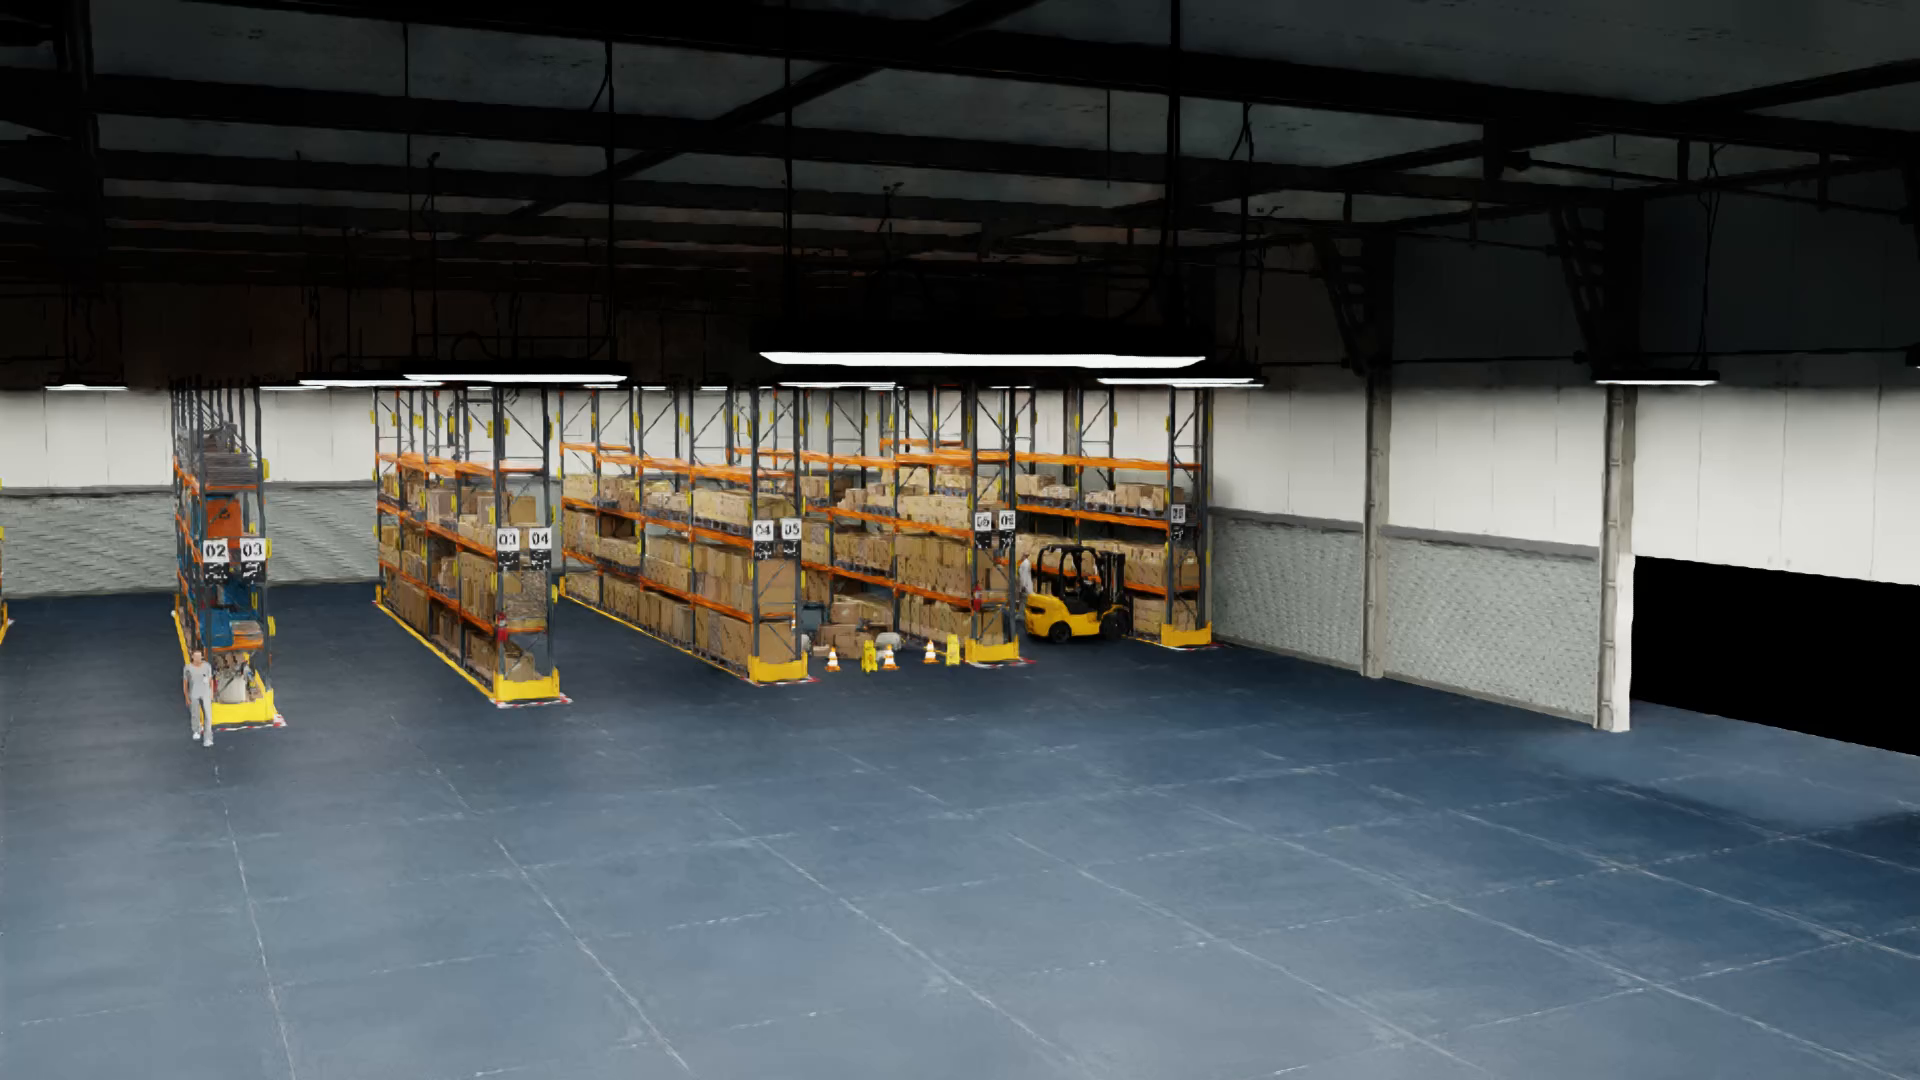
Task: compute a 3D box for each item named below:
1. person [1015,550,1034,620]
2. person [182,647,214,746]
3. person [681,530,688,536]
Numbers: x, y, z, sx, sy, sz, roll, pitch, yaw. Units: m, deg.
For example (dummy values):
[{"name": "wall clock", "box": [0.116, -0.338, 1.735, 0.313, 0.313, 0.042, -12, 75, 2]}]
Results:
[{"name": "person", "box": [1.593, 1.126, 41.534, 0.647, 1.773, 0.692, 0, 5, -2]}, {"name": "person", "box": [-12.368, 2.514, 26.998, 0.446, 1.590, 1.110, -2, 6, -24]}, {"name": "person", "box": [-8.470, 0.334, 51.217, 0.612, 1.654, 0.455, 3, 6, 30]}]
